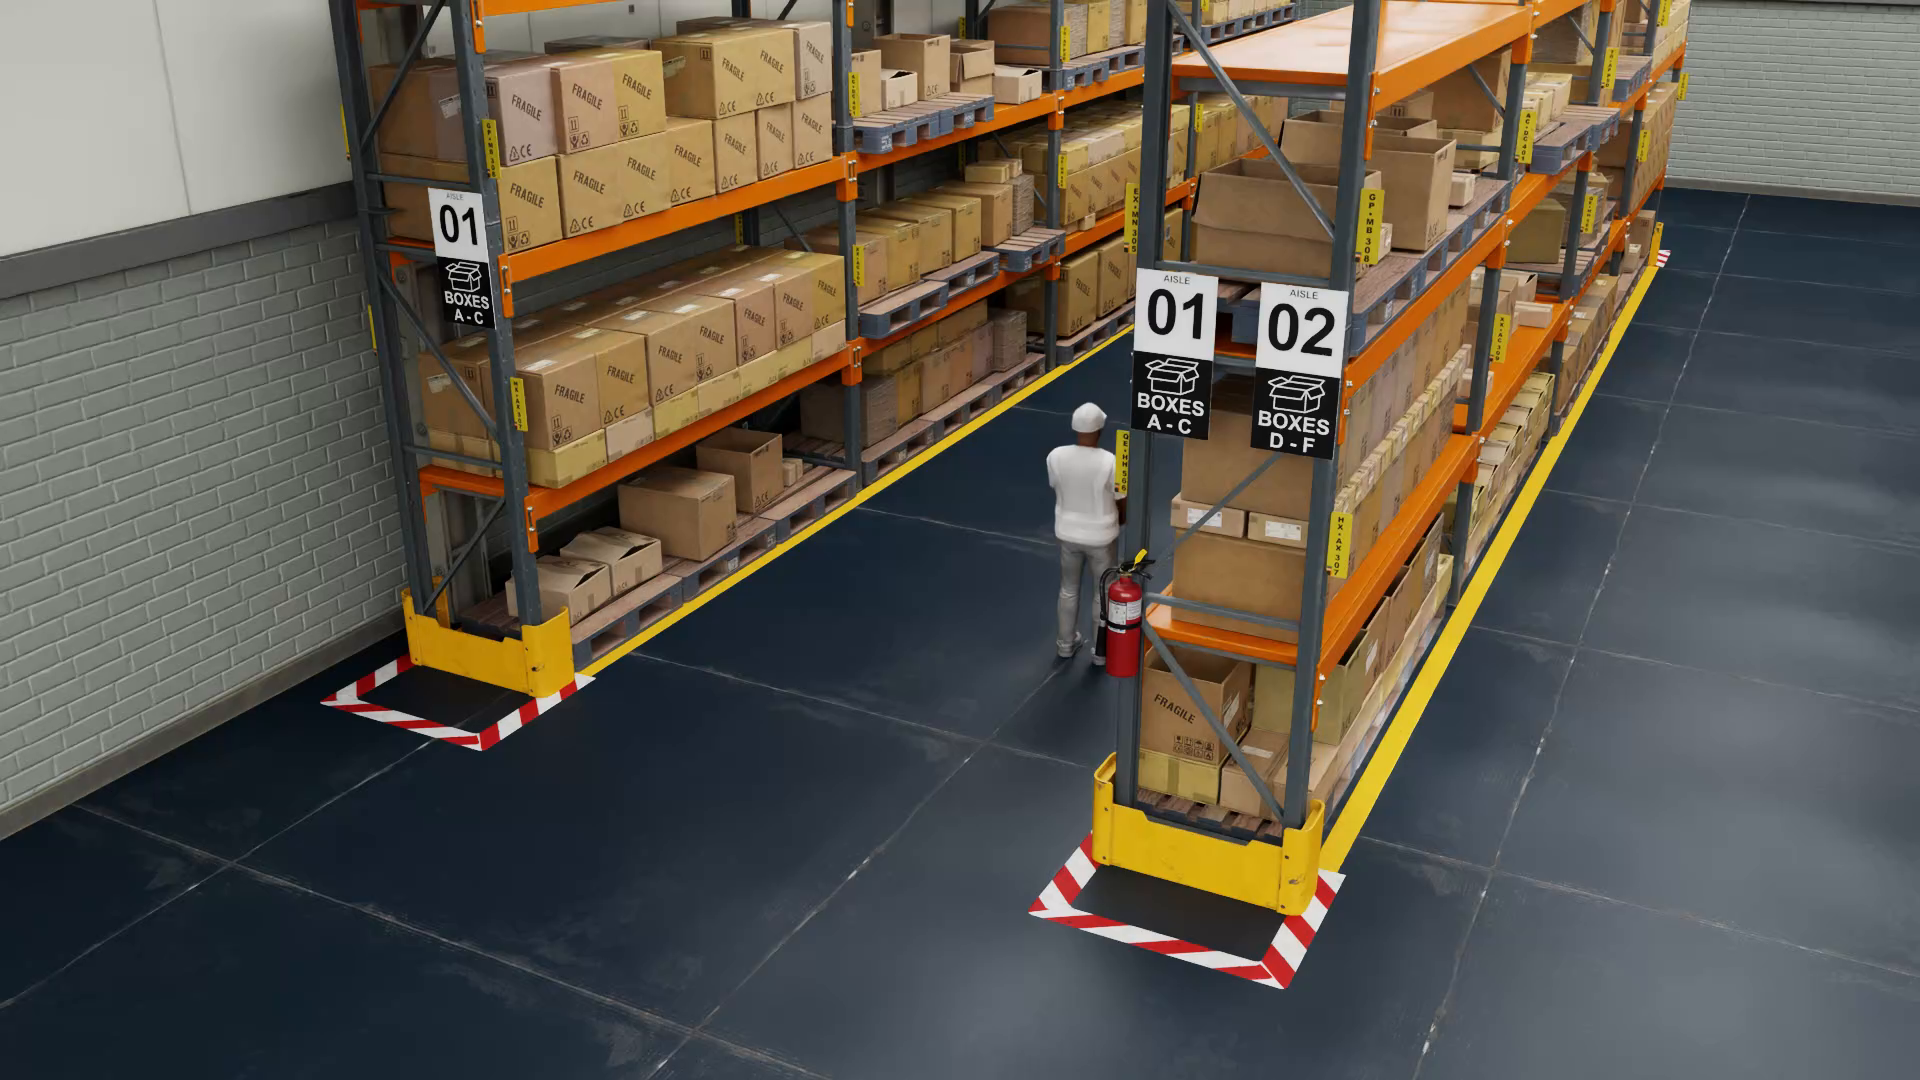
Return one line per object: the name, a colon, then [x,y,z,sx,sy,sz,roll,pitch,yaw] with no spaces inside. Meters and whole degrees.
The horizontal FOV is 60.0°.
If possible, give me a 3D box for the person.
person: [0.866,-0.073,10.891,0.542,1.770,0.551,11,25,24]
